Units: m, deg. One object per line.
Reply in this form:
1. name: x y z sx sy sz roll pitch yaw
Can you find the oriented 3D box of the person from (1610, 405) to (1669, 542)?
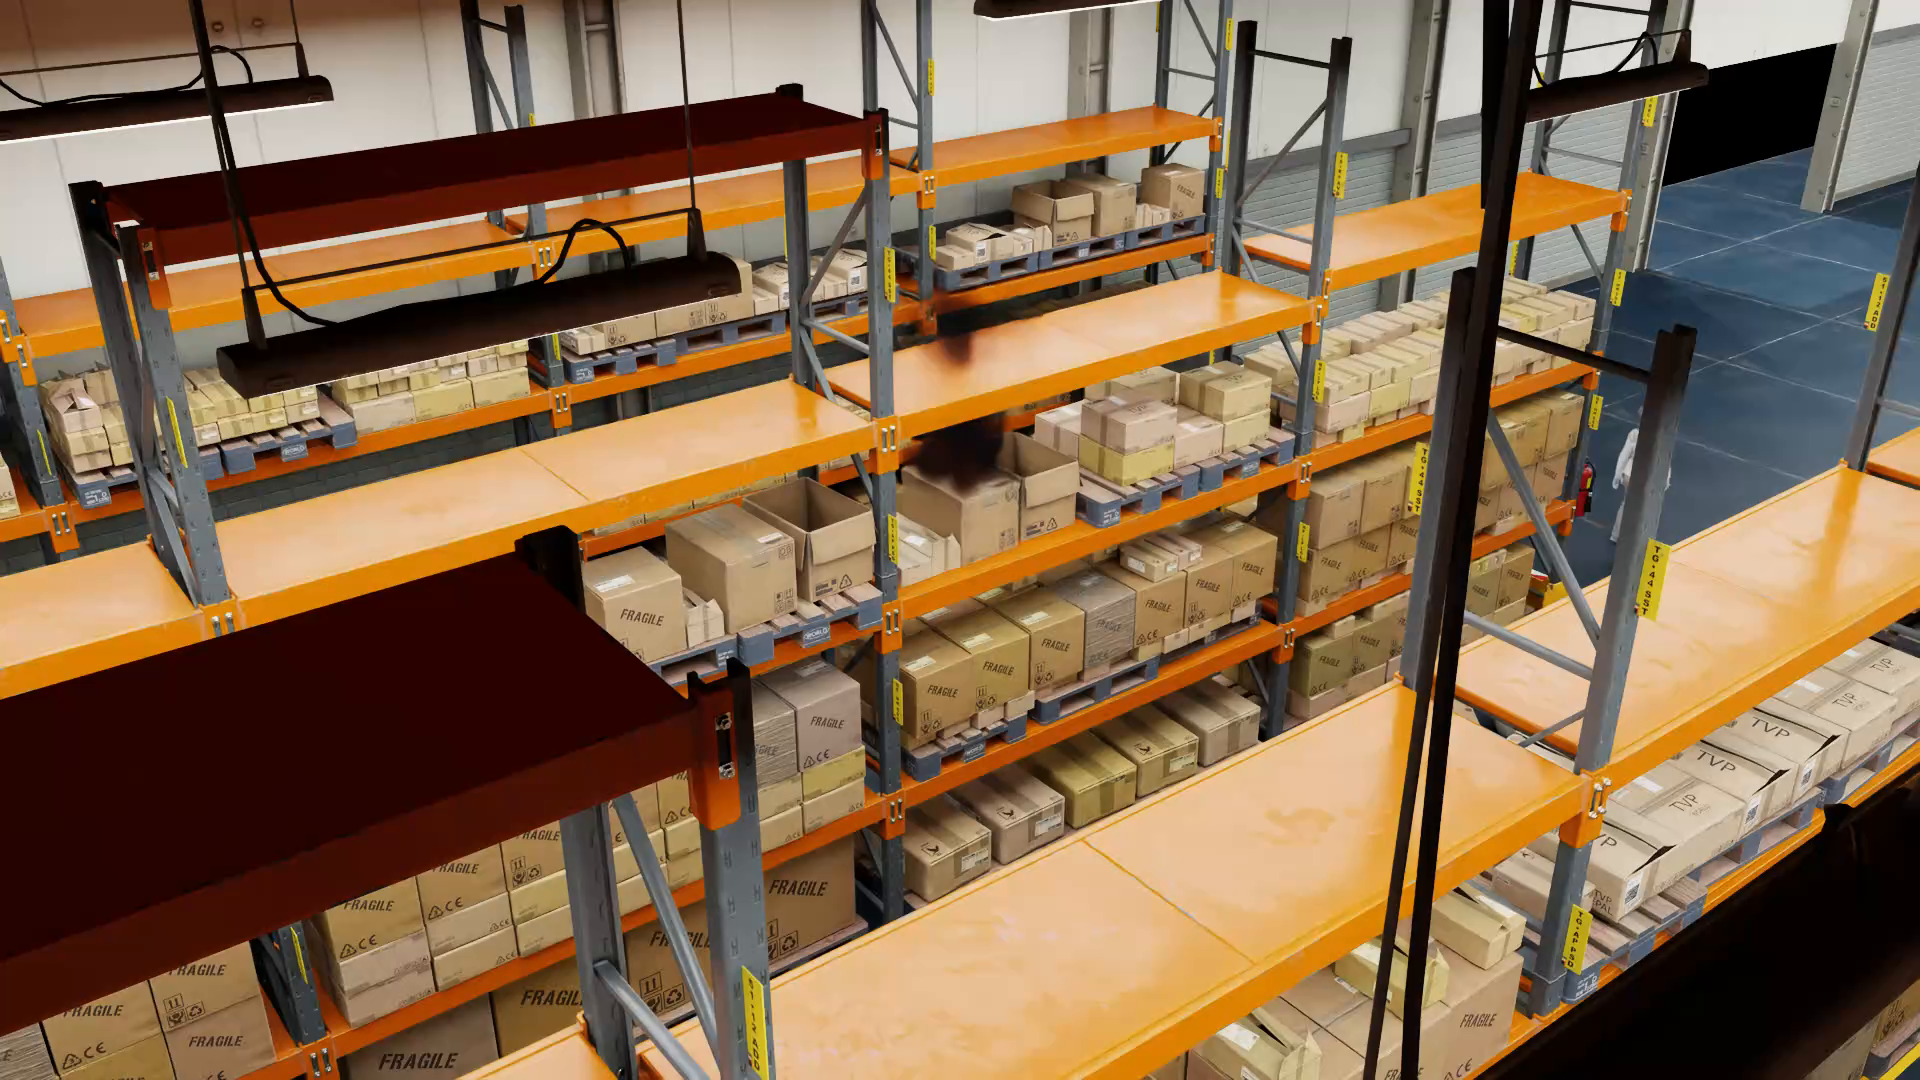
1. person: 7.160 -0.592 17.505 0.689 1.605 0.766 -15 30 -27
